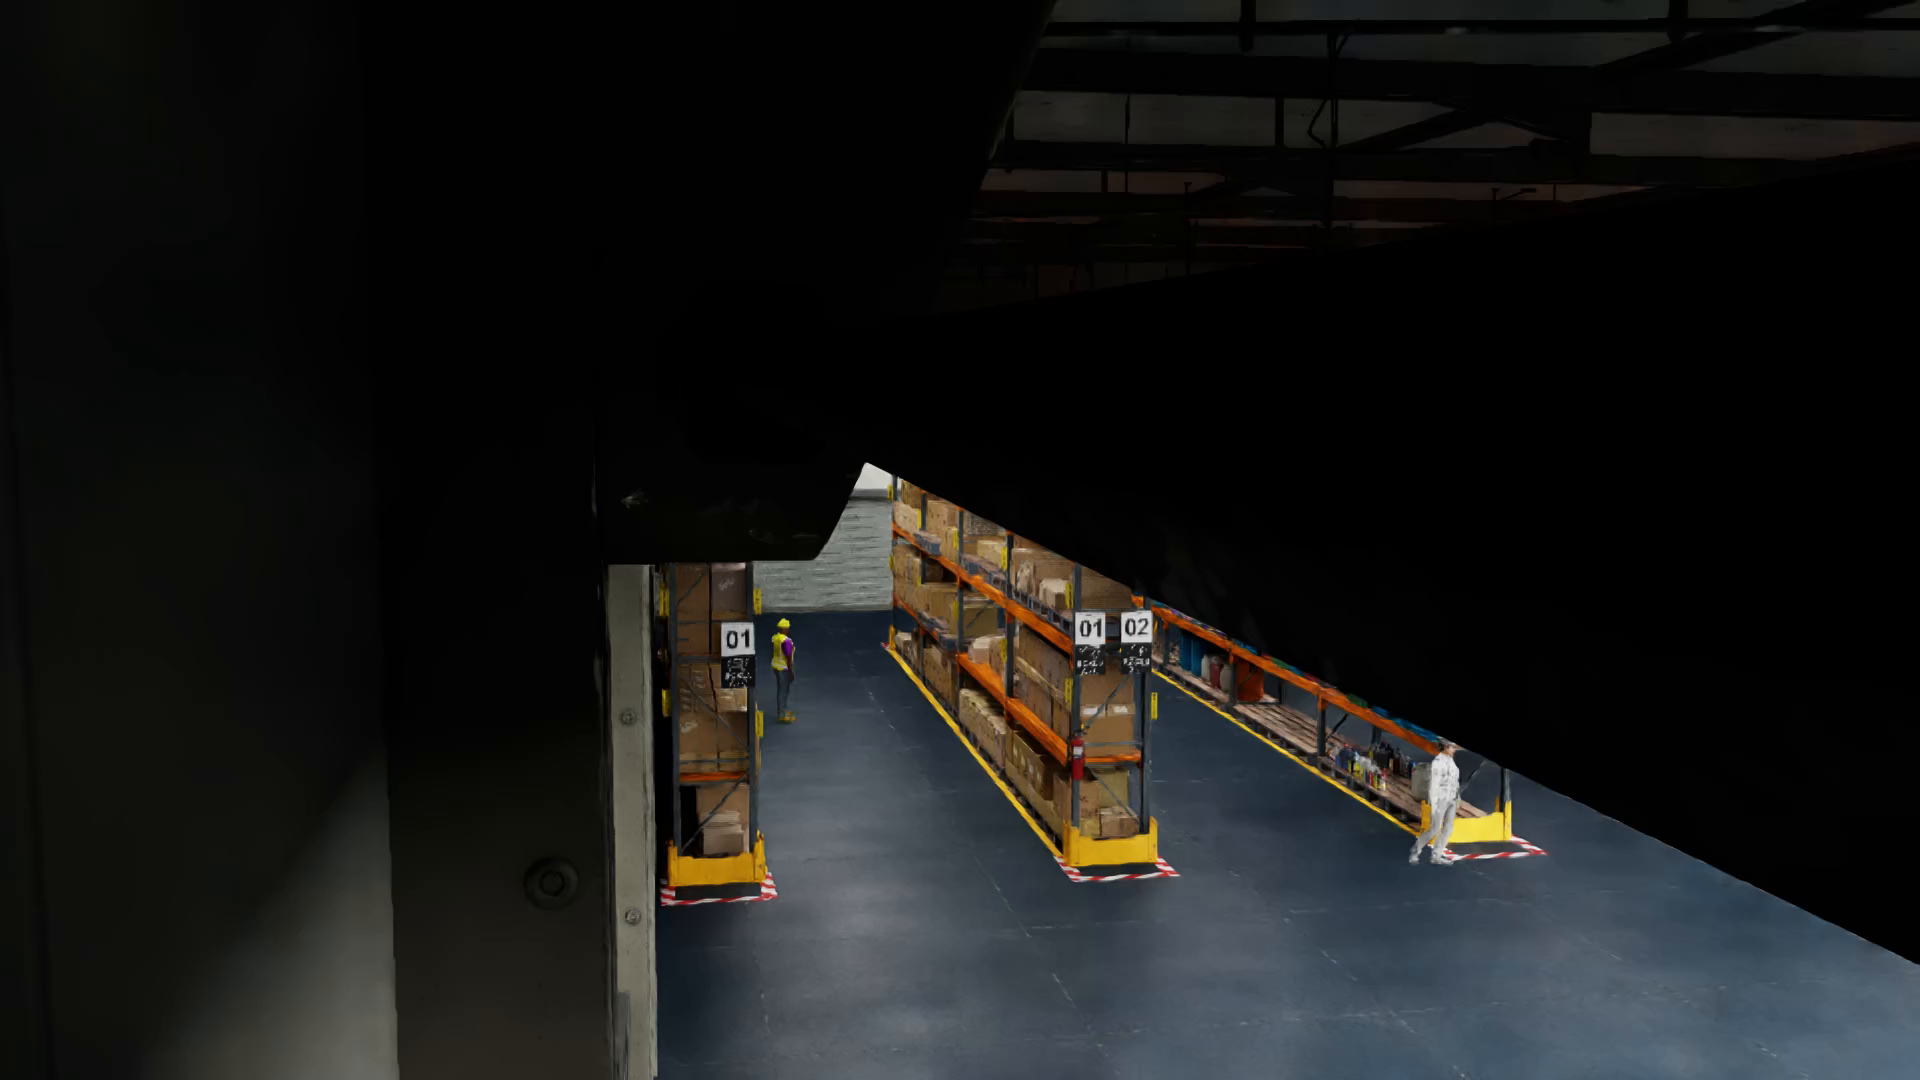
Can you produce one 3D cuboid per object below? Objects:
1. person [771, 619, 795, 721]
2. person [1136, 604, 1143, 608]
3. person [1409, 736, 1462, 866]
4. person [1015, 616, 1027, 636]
[{"bbox_3d":[-3.072,2.263,29.345,0.464,1.772,0.645,-4,7,-31],"label":"person"},{"bbox_3d":[4.208,1.059,40.786,0.536,1.707,1.037,-2,7,-19],"label":"person"},{"bbox_3d":[5.951,3.278,20.875,0.509,1.628,0.659,5,8,38],"label":"person"},{"bbox_3d":[1.244,1.875,33.448,0.346,1.682,0.540,-3,7,-24],"label":"person"}]
